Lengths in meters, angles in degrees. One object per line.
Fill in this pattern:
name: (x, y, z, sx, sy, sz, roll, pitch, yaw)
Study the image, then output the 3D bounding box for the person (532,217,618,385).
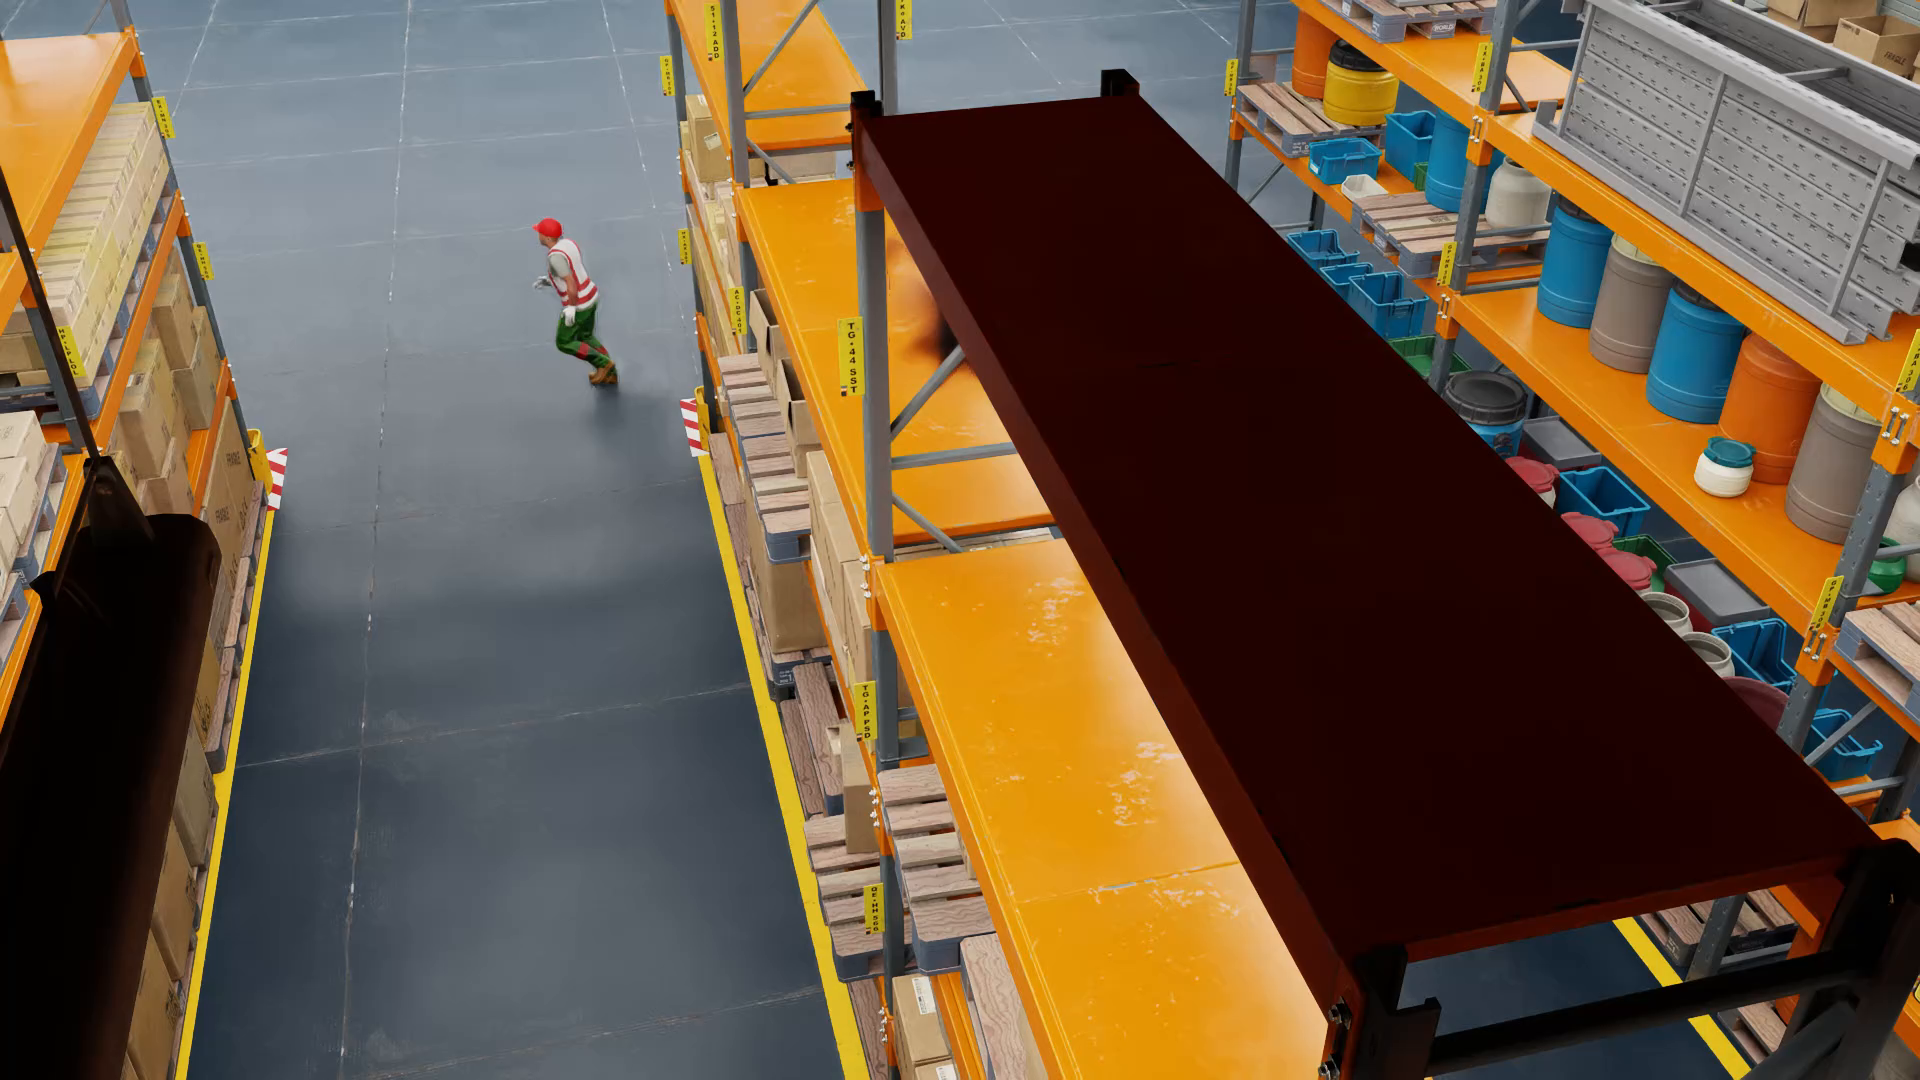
person: (-3.731, -2.275, 15.936, 0.773, 1.678, 0.672, 6, 35, 8)

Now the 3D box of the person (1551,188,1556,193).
person: (7.527, -5.005, 19.833, 0.890, 1.839, 0.616, 7, 35, 10)
